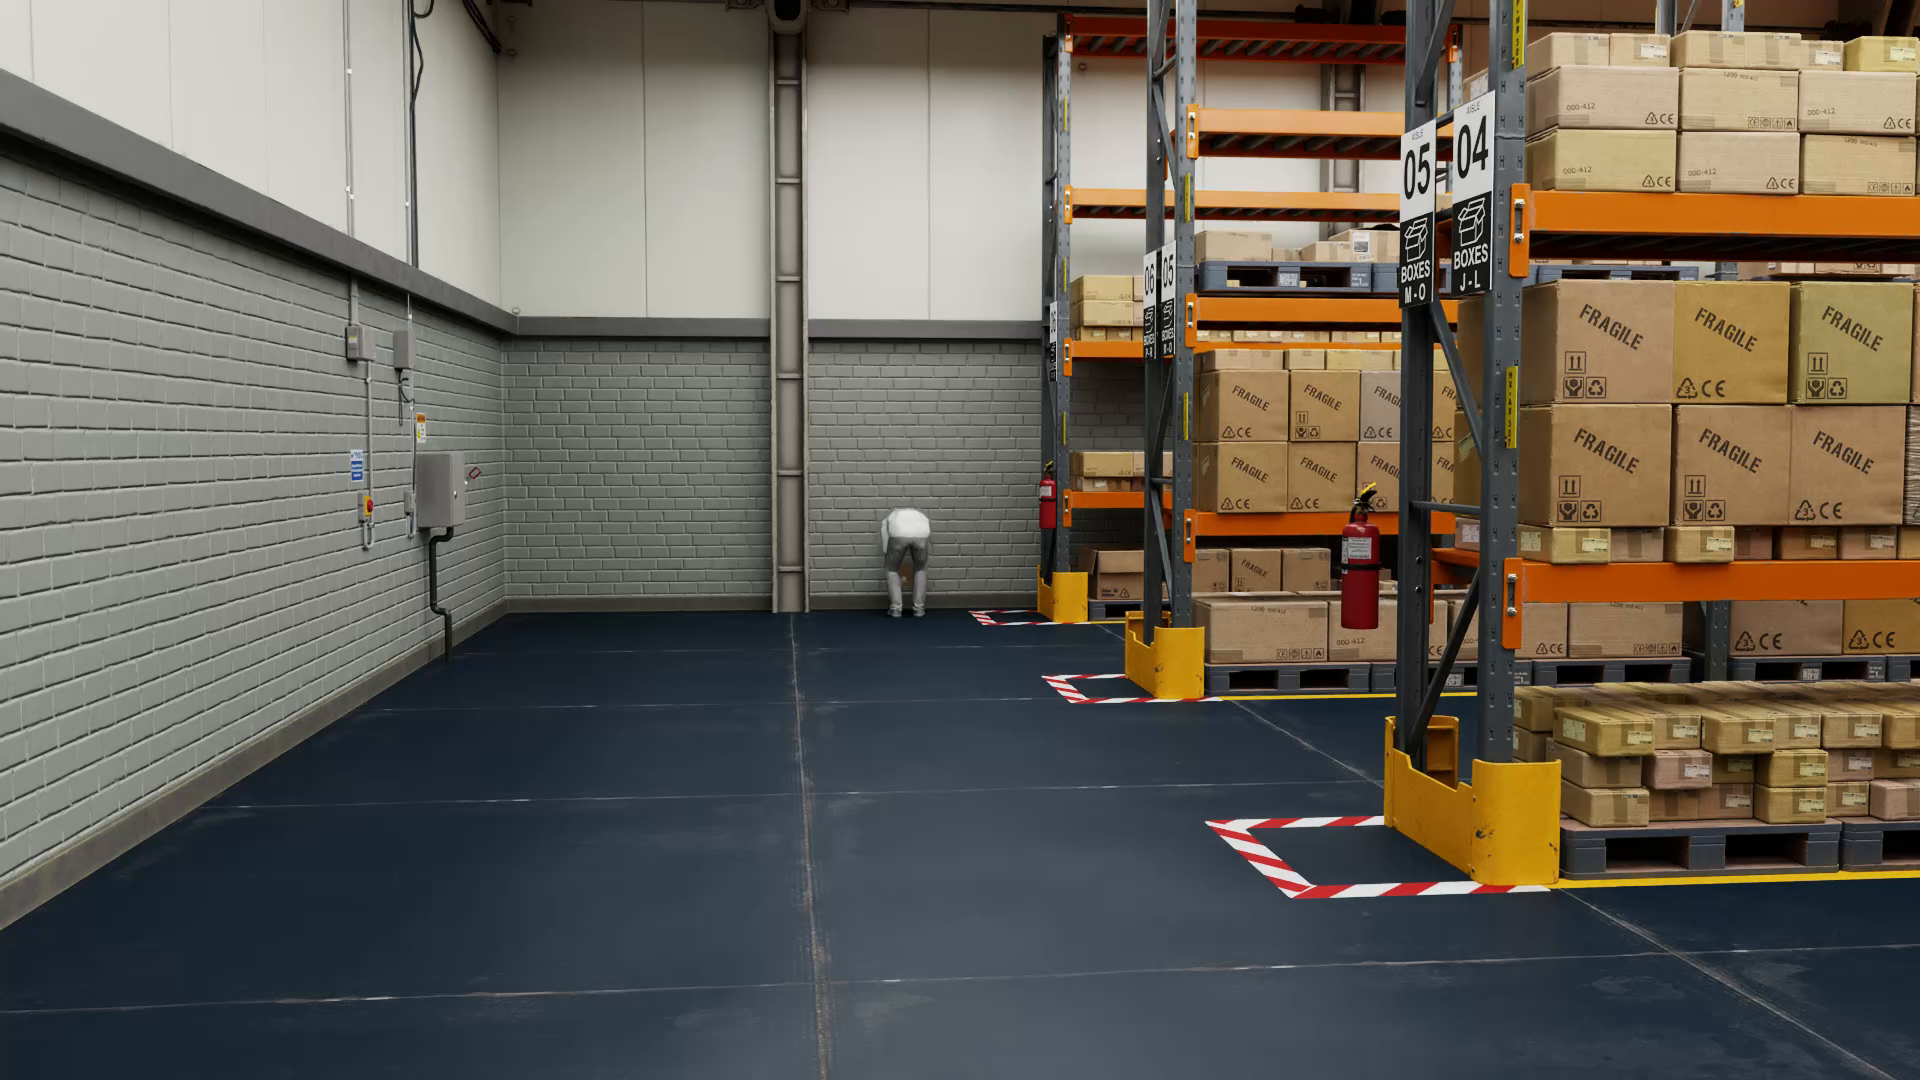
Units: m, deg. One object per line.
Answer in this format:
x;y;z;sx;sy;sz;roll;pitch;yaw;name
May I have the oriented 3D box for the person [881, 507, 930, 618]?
-0.581;0.217;17.395;0.475;1.117;0.979;-1;3;-9;person
